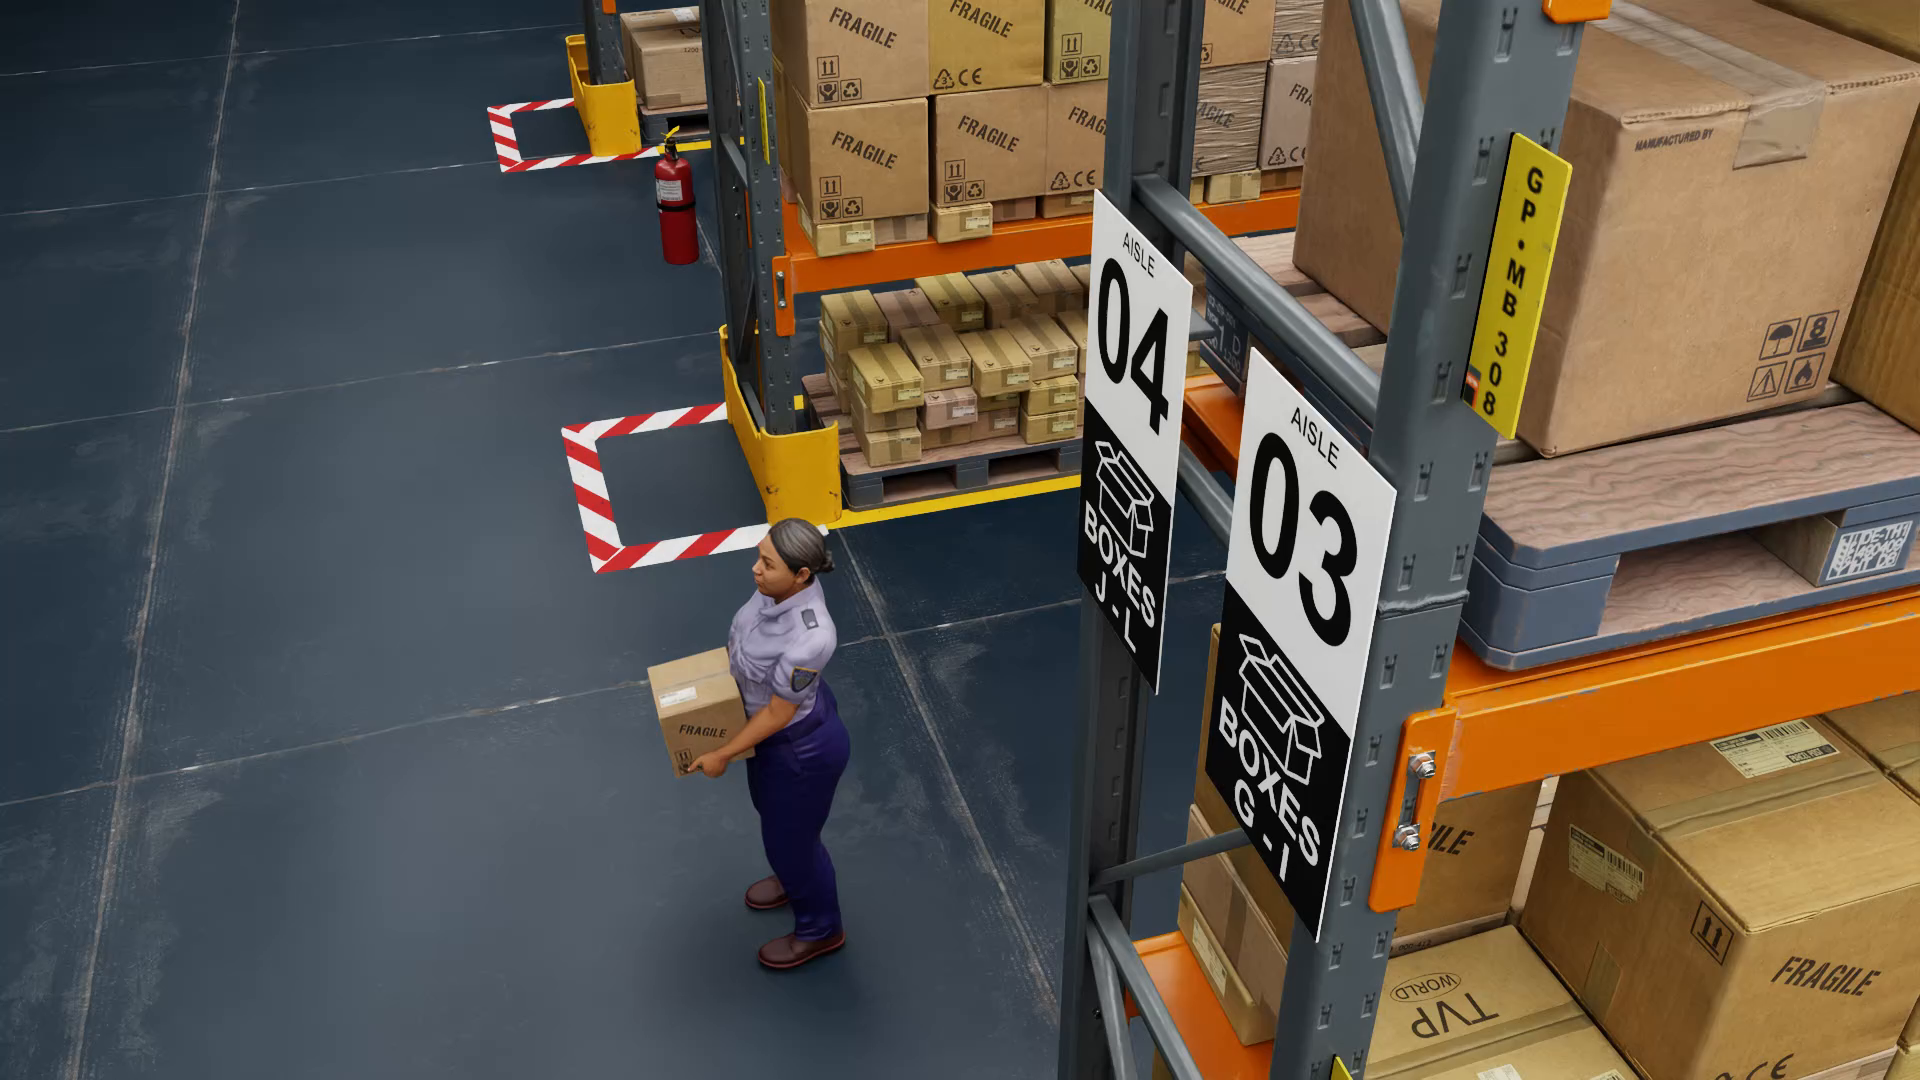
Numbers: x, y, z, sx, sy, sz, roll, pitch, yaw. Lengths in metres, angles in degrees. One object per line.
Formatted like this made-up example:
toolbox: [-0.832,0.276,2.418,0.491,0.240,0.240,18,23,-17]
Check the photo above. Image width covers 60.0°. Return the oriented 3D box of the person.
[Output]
person: [-0.604,0.642,5.215,0.514,1.636,0.454,-10,35,-15]
